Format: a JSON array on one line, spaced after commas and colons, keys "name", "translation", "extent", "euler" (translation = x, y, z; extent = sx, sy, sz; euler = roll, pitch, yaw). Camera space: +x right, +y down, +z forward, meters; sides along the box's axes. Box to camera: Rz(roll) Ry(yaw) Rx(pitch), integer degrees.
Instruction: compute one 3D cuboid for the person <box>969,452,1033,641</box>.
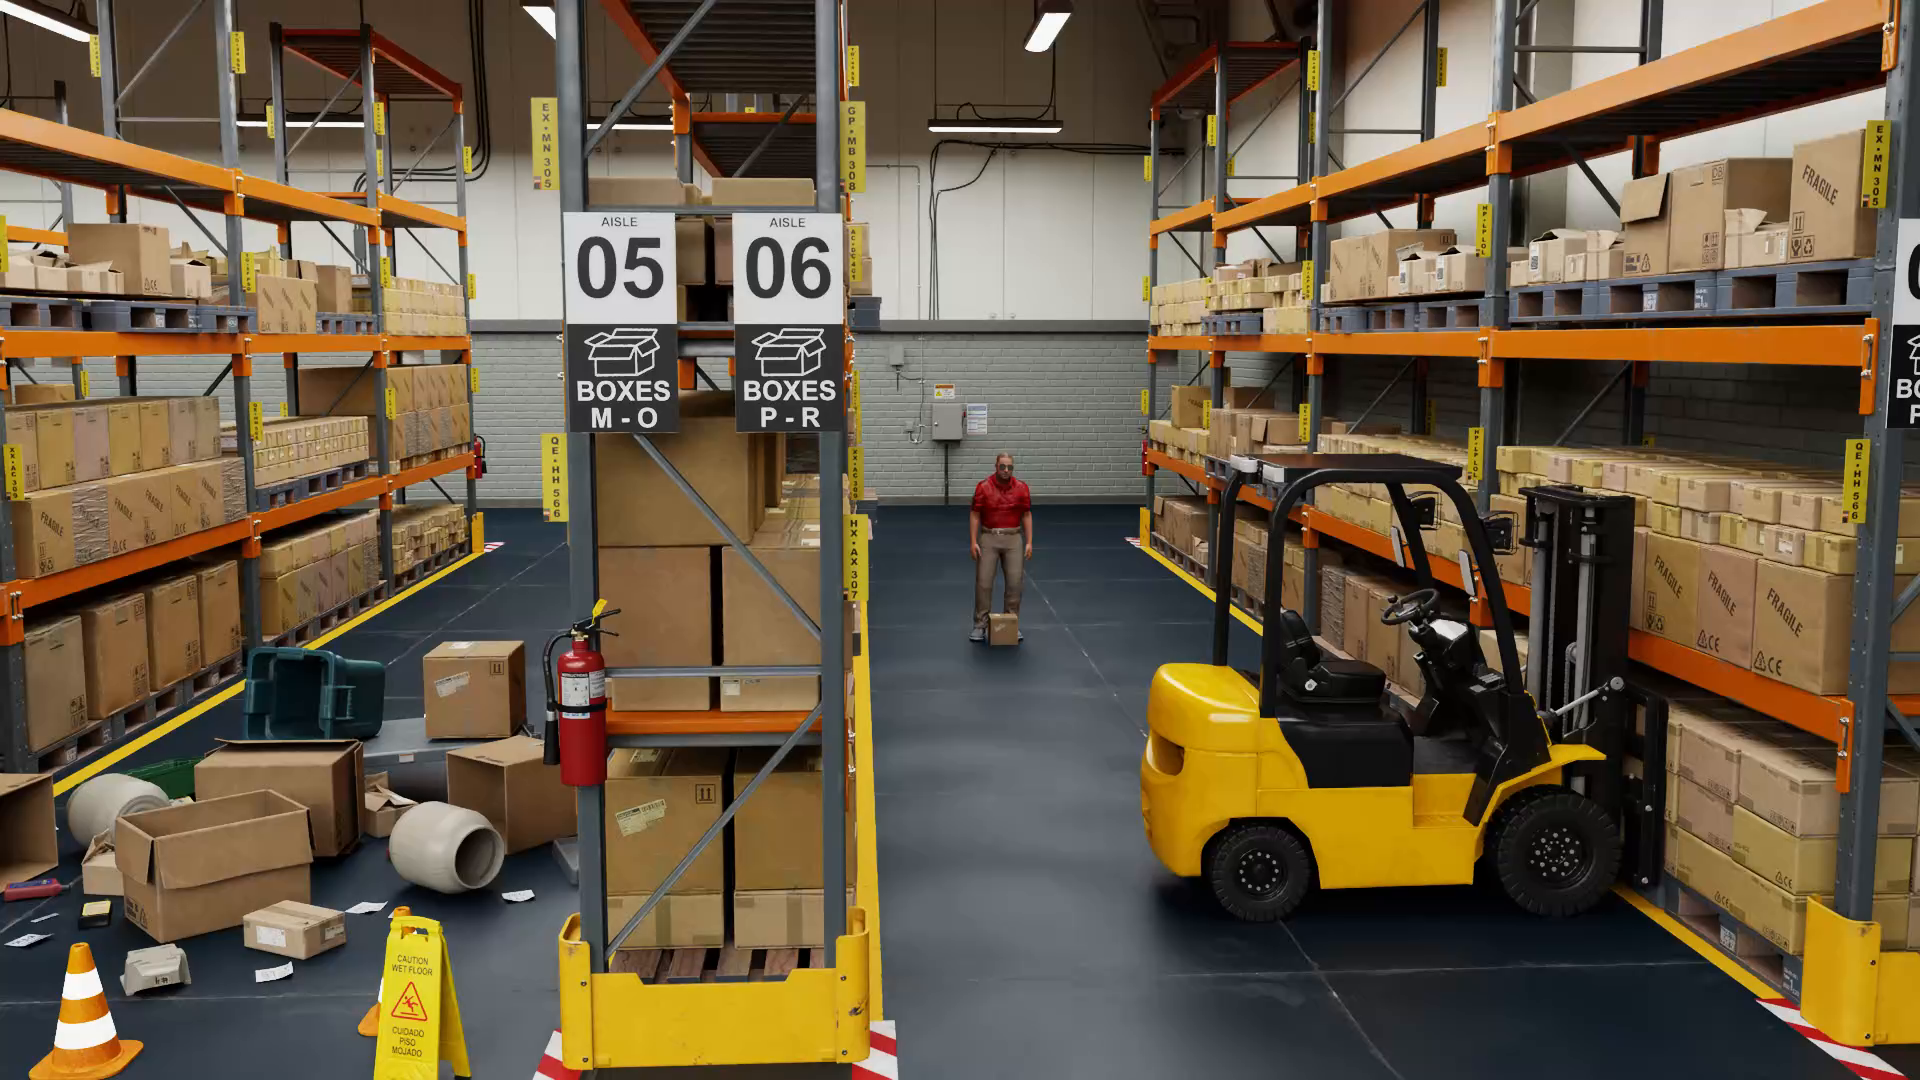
[{"name": "person", "translation": [0.377, 0.051, 15.363], "extent": [0.605, 1.728, 0.385], "euler": [-1, 7, -7]}]
